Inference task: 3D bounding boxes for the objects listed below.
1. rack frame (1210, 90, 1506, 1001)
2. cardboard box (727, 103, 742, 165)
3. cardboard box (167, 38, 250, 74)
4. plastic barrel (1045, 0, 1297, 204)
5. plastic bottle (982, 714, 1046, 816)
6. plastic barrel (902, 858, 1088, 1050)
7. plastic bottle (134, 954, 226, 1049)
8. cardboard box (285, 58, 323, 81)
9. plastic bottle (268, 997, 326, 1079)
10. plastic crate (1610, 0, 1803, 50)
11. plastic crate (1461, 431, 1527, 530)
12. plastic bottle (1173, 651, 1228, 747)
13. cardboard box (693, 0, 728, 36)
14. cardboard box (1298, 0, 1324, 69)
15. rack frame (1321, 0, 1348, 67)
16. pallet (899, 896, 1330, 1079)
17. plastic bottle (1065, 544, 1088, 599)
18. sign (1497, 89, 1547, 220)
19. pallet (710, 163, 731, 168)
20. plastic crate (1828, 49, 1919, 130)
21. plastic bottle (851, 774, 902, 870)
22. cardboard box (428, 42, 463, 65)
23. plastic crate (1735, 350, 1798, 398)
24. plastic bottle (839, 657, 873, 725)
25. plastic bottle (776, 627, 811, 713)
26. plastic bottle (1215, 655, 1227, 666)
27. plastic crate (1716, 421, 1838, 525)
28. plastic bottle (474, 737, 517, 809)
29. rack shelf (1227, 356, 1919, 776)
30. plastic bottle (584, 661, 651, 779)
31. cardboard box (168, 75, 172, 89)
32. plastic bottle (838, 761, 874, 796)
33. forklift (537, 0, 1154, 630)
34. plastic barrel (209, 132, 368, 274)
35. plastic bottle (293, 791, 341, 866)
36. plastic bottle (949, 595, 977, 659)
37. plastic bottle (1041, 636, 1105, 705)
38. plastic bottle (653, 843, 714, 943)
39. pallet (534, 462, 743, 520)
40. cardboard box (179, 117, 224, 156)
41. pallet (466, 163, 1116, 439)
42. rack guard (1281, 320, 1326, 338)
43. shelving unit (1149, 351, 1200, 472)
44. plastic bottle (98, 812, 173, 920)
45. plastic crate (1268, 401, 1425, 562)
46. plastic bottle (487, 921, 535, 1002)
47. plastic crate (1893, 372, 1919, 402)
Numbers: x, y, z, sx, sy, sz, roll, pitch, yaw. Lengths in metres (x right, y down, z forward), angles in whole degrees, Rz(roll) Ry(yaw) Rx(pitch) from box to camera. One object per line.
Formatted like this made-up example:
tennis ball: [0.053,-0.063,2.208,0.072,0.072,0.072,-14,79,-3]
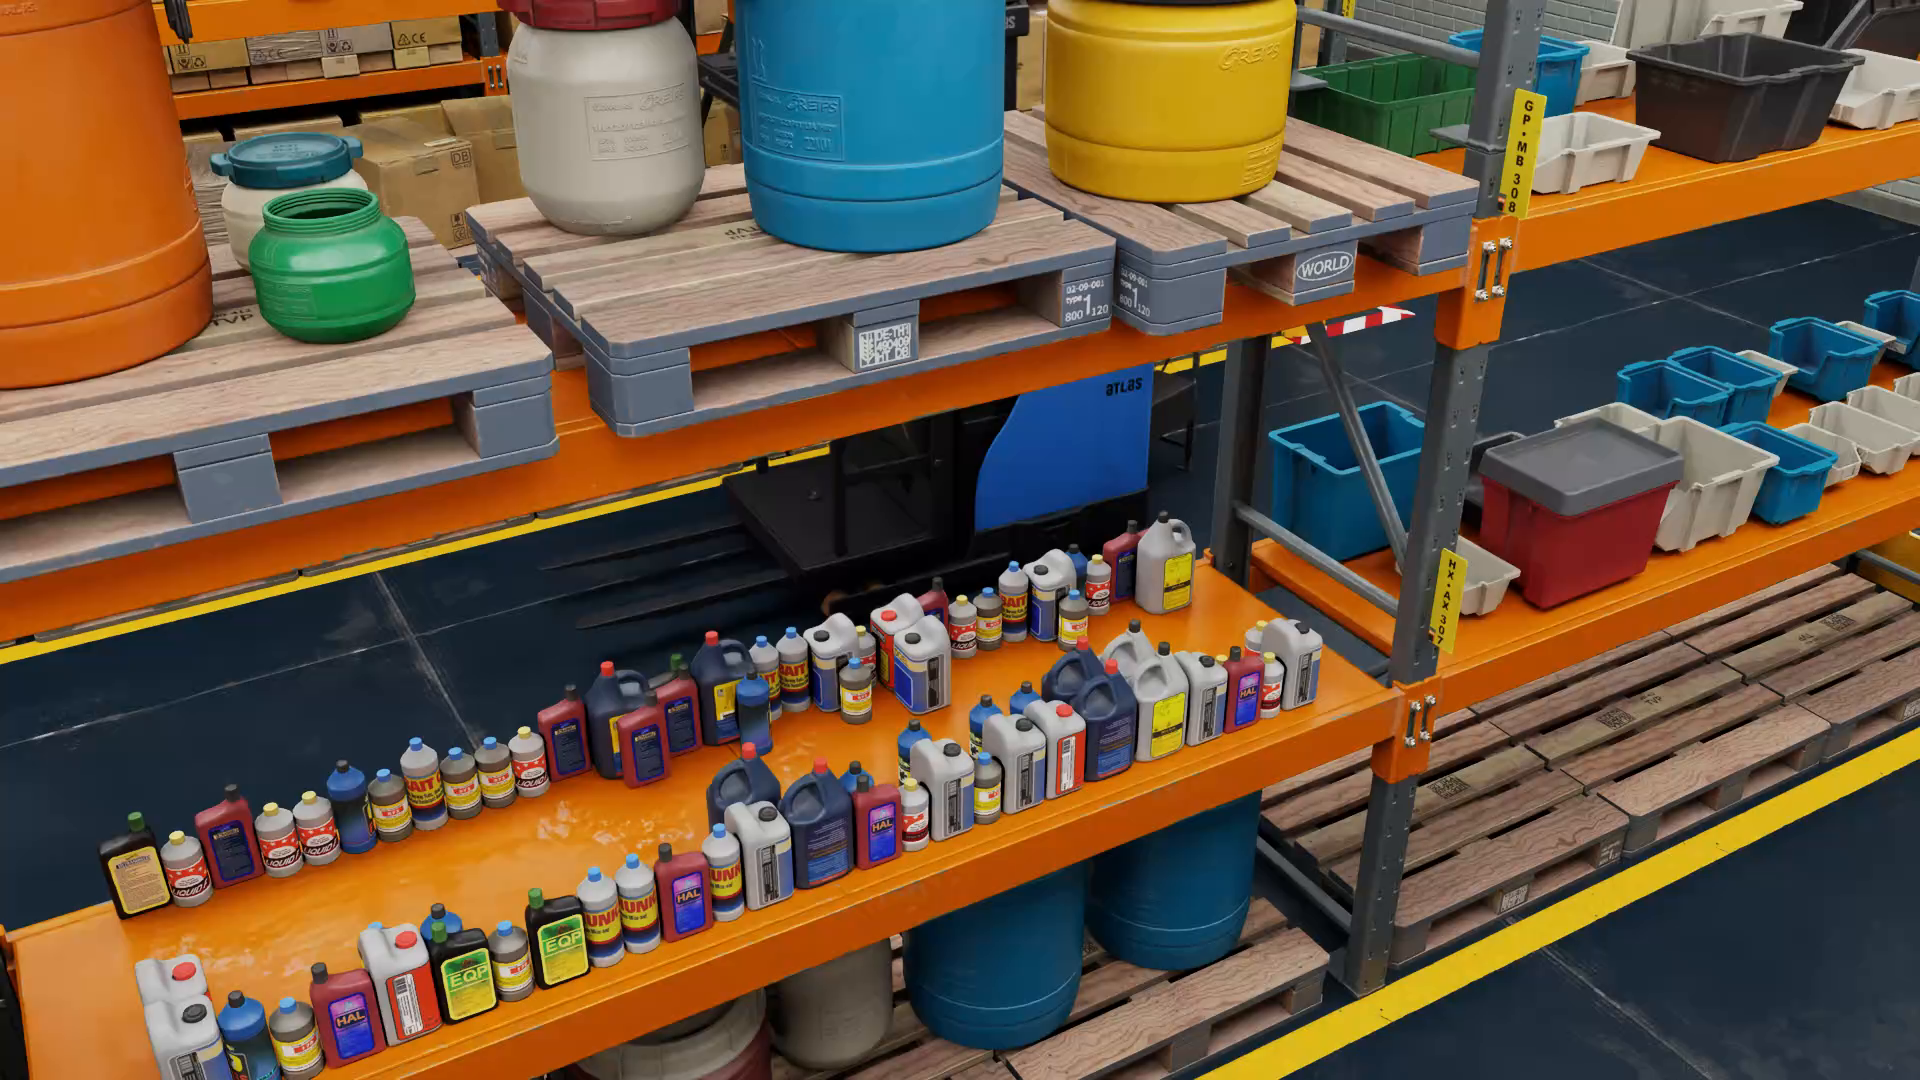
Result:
rack frame: [1.195,0.077,5.506,0.127,3.000,1.000,-16,33,-26]
cardboard box: [-1.010,-2.260,9.638,0.500,0.500,0.500,-15,32,-26]
cardboard box: [-5.394,-3.642,11.813,0.500,0.500,0.500,-15,32,-25]
plastic barrel: [0.511,-1.194,4.076,0.600,0.588,0.600,0,29,0]
plastic bottle: [0.153,0.608,4.671,0.135,0.276,0.152,-16,33,-26]
plastic barrel: [0.107,1.111,5.369,0.708,0.901,0.600,-16,33,-26]
plastic bottle: [-1.794,1.076,3.824,0.135,0.276,0.152,-16,33,-26]
cardboard box: [-4.866,-3.510,12.246,0.250,0.149,0.380,-16,33,-26]
plastic bottle: [-1.519,1.131,3.801,0.097,0.201,0.097,0,29,0]
plastic crate: [2.577,-1.749,5.834,0.530,0.282,0.437,-16,33,-26]
plastic crate: [2.024,-0.215,6.257,0.590,0.125,0.437,-16,33,-26]
plastic bottle: [0.704,0.452,4.955,0.135,0.276,0.152,-16,33,-26]
cardboard box: [-2.093,-4.666,13.790,0.700,0.700,0.980,-18,33,-29]
cardboard box: [1.893,-3.224,10.350,0.500,0.500,0.500,-16,33,-27]
rack frame: [2.138,-2.966,11.021,0.127,3.000,1.000,-16,33,-26]
pallet: [0.509,1.470,5.869,1.213,0.211,1.003,-16,33,-26]
plastic bottle: [0.374,0.138,5.529,0.097,0.271,0.097,0,29,0]
sign: [1.472,-1.010,4.363,0.005,0.325,0.100,-16,33,-26]
pallet: [-2.076,-3.283,14.481,1.213,0.211,1.003,-16,33,-26]
plastic crate: [2.988,-1.491,5.515,0.530,0.136,0.437,-16,33,-26]
plastic bottle: [-0.223,0.738,4.430,0.133,0.283,0.061,-16,33,-26]
cardboard box: [-3.972,-3.748,12.676,0.250,0.149,0.380,-16,32,-26]
plastic crate: [3.361,-0.679,7.087,0.298,0.136,0.250,-16,33,-26]
plastic bottle: [-0.316,0.450,5.036,0.097,0.201,0.097,0,29,0]
plastic bottle: [-0.509,0.389,5.075,0.097,0.271,0.097,0,29,0]
plastic bottle: [0.787,0.442,5.049,0.097,0.201,0.097,0,29,0]
plastic crate: [3.003,-0.245,6.201,0.300,0.233,0.416,-16,33,-26]
plastic bottle: [-1.310,0.646,4.680,0.097,0.201,0.097,0,29,0]
rack shelf: [2.920,-0.097,6.567,4.000,0.370,1.077,-16,33,-26]
plastic bottle: [-0.977,0.500,4.791,0.185,0.351,0.144,-16,33,-26]
cardboard box: [-5.776,-3.280,11.829,0.250,0.149,0.380,-15,32,-26]
plastic bottle: [-0.278,0.714,4.484,0.097,0.271,0.097,0,29,0]
forklift: [-0.561,-1.167,7.832,3.031,2.935,1.130,-14,32,-24]
plastic barrel: [-1.403,-0.704,3.525,0.301,0.262,0.301,0,29,0]
plastic bottle: [-1.729,0.766,4.464,0.097,0.201,0.097,0,29,0]
plastic bottle: [0.006,0.273,5.356,0.097,0.201,0.097,0,29,0]
plastic bottle: [0.336,0.445,4.890,0.185,0.351,0.144,-16,33,-26]
plastic bottle: [-0.697,0.872,4.186,0.133,0.283,0.061,-16,33,-26]
pallet: [-1.993,-0.551,9.531,1.213,0.211,1.003,-16,33,-26]
cardboard box: [-5.814,-2.651,12.239,0.750,0.750,0.750,-16,33,-27]
pallet: [-0.407,-0.642,3.900,1.213,0.211,1.003,-16,33,-26]
rack guard: [2.072,-1.853,11.591,0.348,0.500,1.175,-16,33,-26]
shelving unit: [1.002,-1.280,8.891,0.431,2.100,0.503,23,36,35]
plastic bottle: [-2.121,0.831,4.261,0.133,0.283,0.061,-16,33,-26]
plastic crate: [1.425,-0.198,5.960,0.575,0.384,0.392,-16,33,-26]
plastic bottle: [-1.089,1.009,4.023,0.097,0.201,0.097,0,29,0]
plastic crate: [4.033,-0.538,6.831,0.243,0.136,0.396,-16,33,-26]
